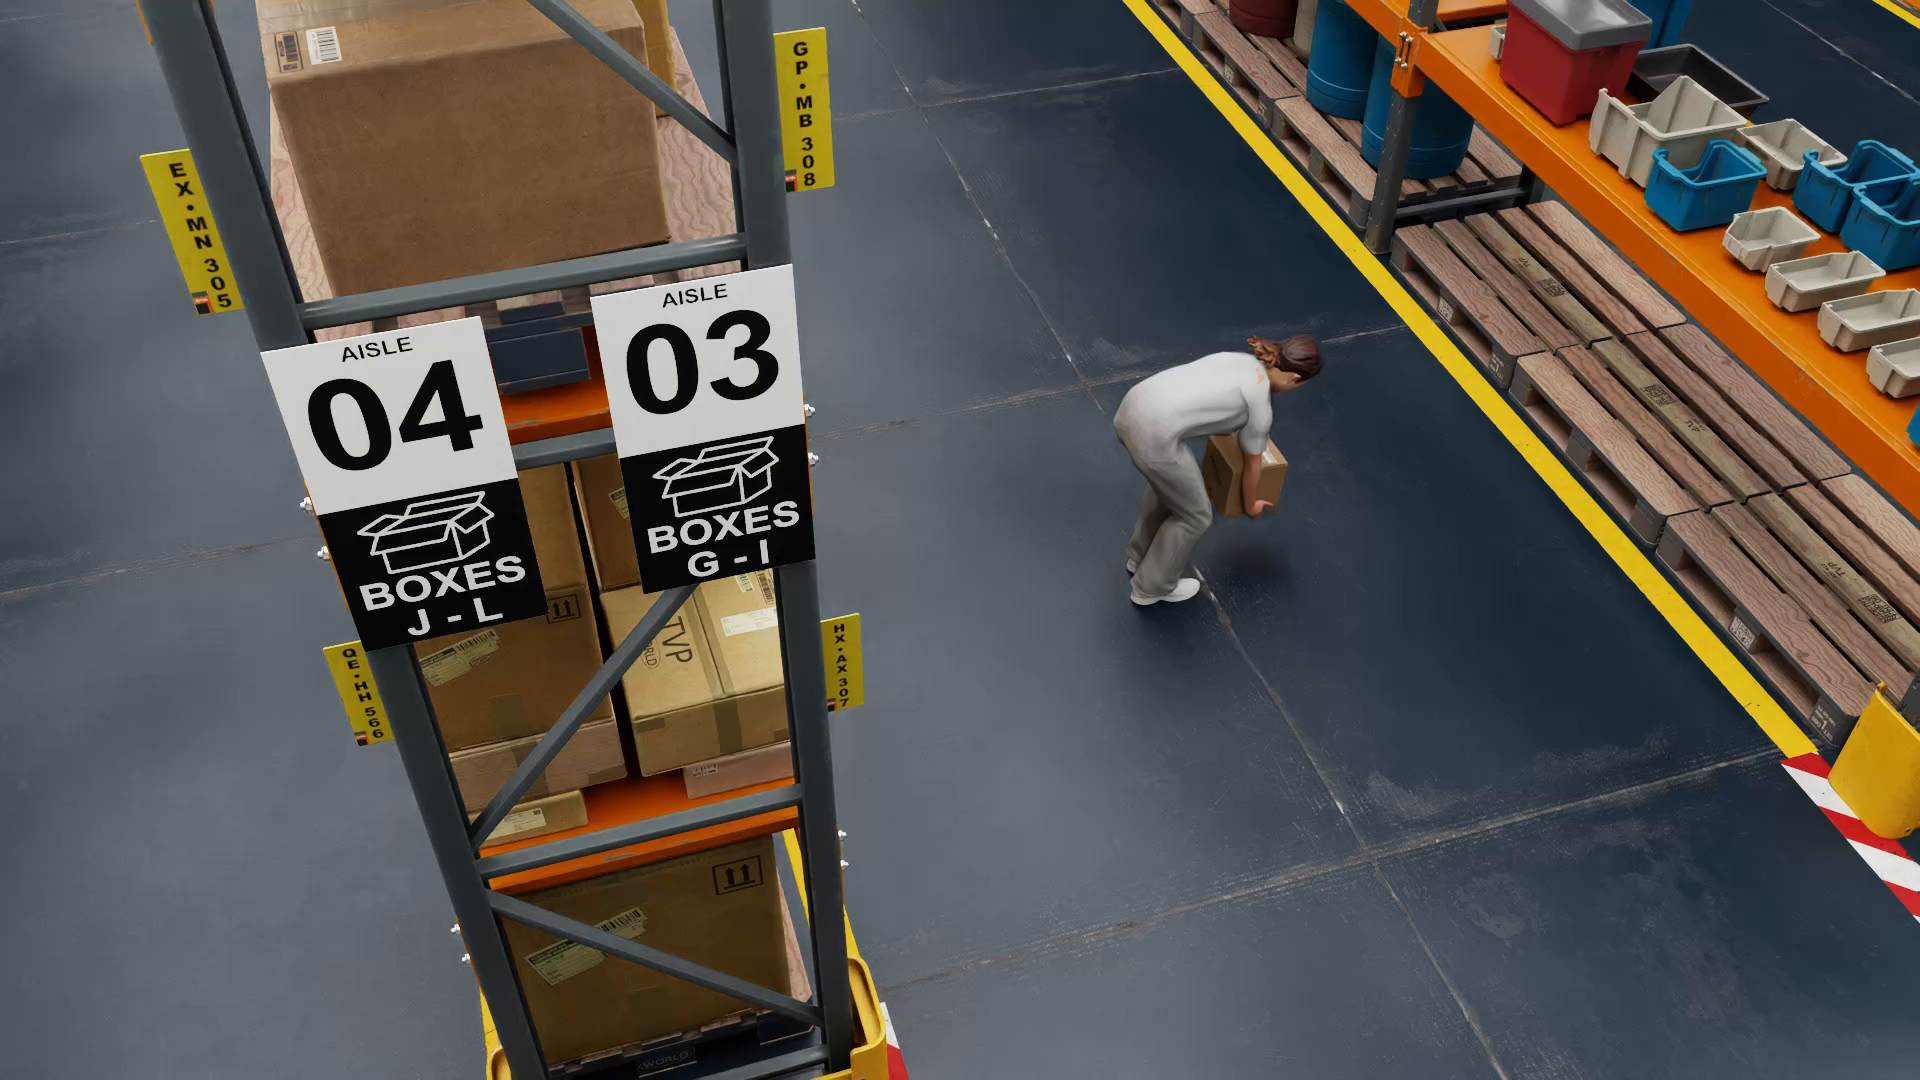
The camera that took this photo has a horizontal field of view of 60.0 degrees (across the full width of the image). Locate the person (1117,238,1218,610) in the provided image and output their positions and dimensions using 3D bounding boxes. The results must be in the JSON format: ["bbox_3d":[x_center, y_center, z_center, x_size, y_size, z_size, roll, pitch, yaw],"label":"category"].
[{"bbox_3d":[0.843,-0.461,6.667,0.416,1.671,0.498,-14,44,-15],"label":"person"}]
